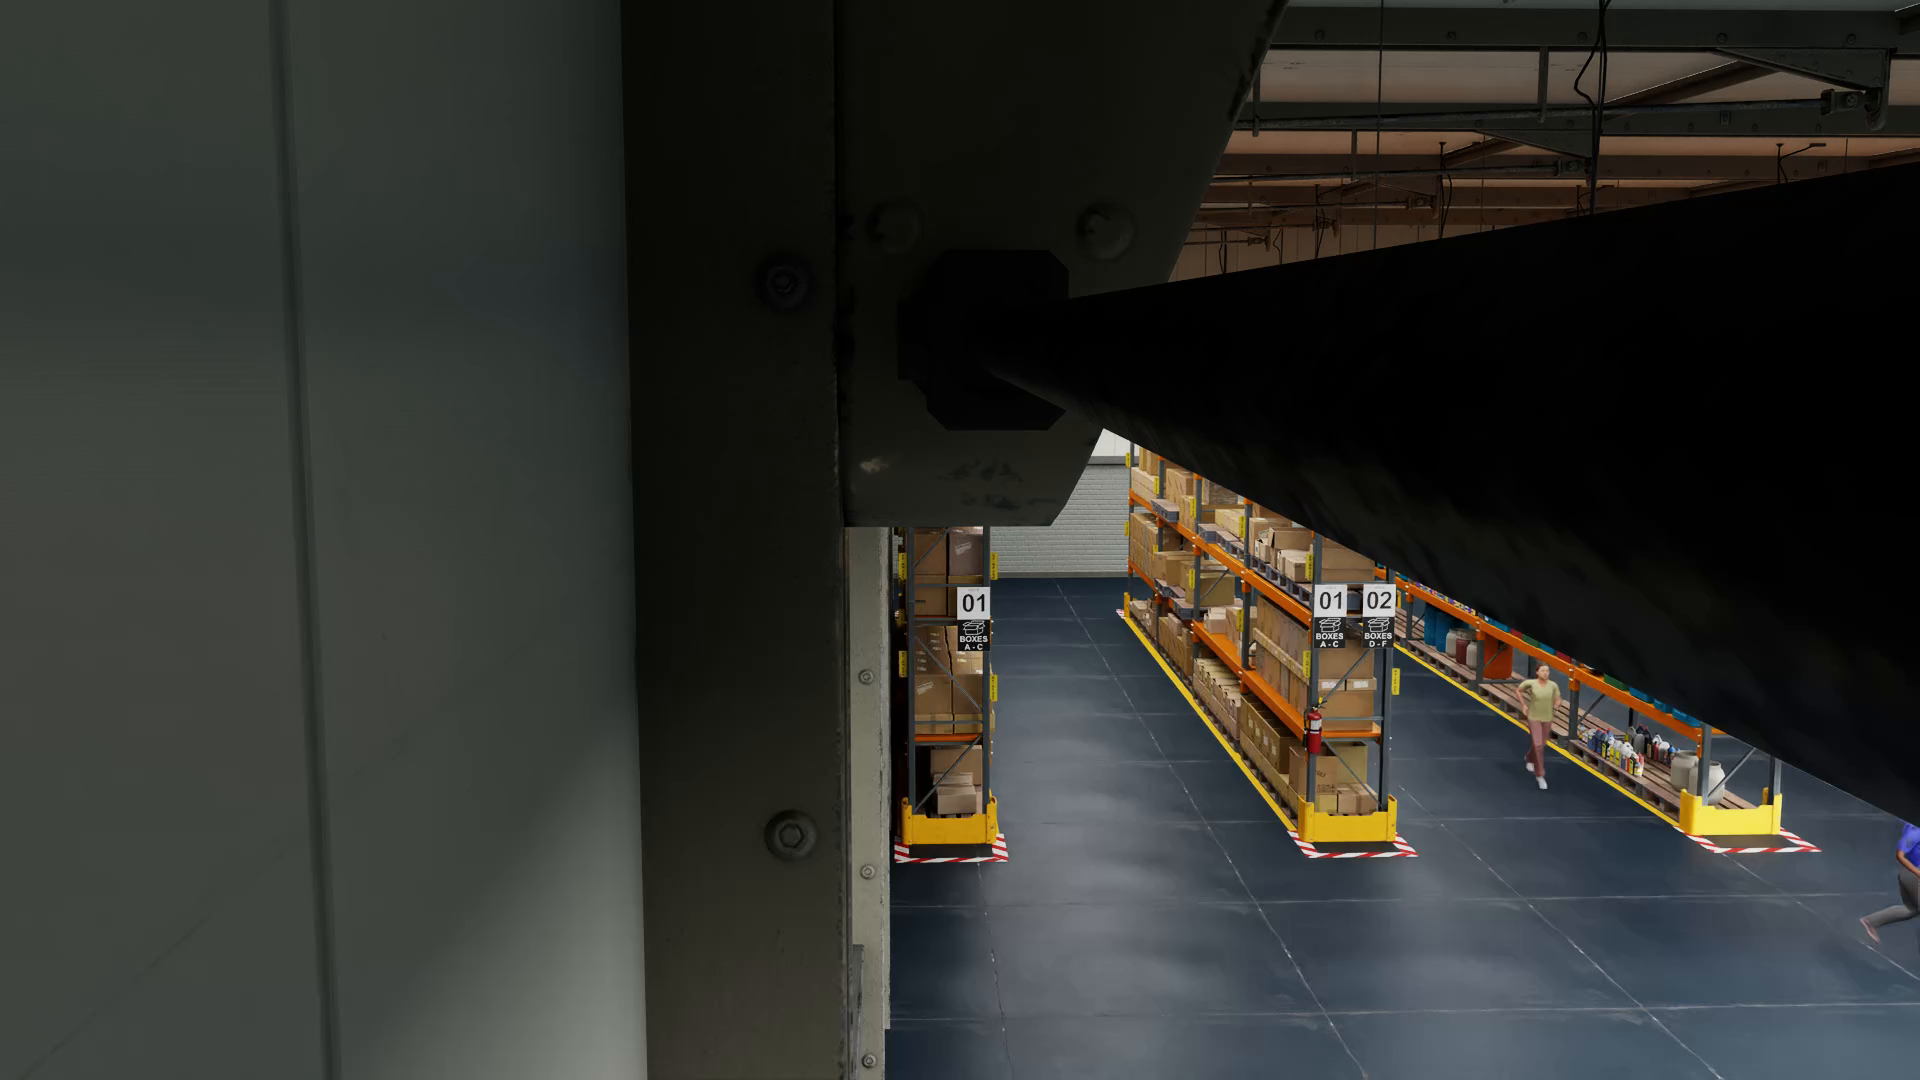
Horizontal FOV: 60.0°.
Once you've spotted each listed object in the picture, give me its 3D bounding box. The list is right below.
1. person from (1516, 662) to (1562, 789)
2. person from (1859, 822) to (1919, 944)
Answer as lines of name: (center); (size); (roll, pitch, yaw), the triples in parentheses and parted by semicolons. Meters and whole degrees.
person: (8.087, 2.528, 23.185); (0.572, 1.695, 0.934); (0, 7, -2)
person: (9.521, 3.398, 16.649); (0.844, 1.624, 0.588); (3, 8, 24)
